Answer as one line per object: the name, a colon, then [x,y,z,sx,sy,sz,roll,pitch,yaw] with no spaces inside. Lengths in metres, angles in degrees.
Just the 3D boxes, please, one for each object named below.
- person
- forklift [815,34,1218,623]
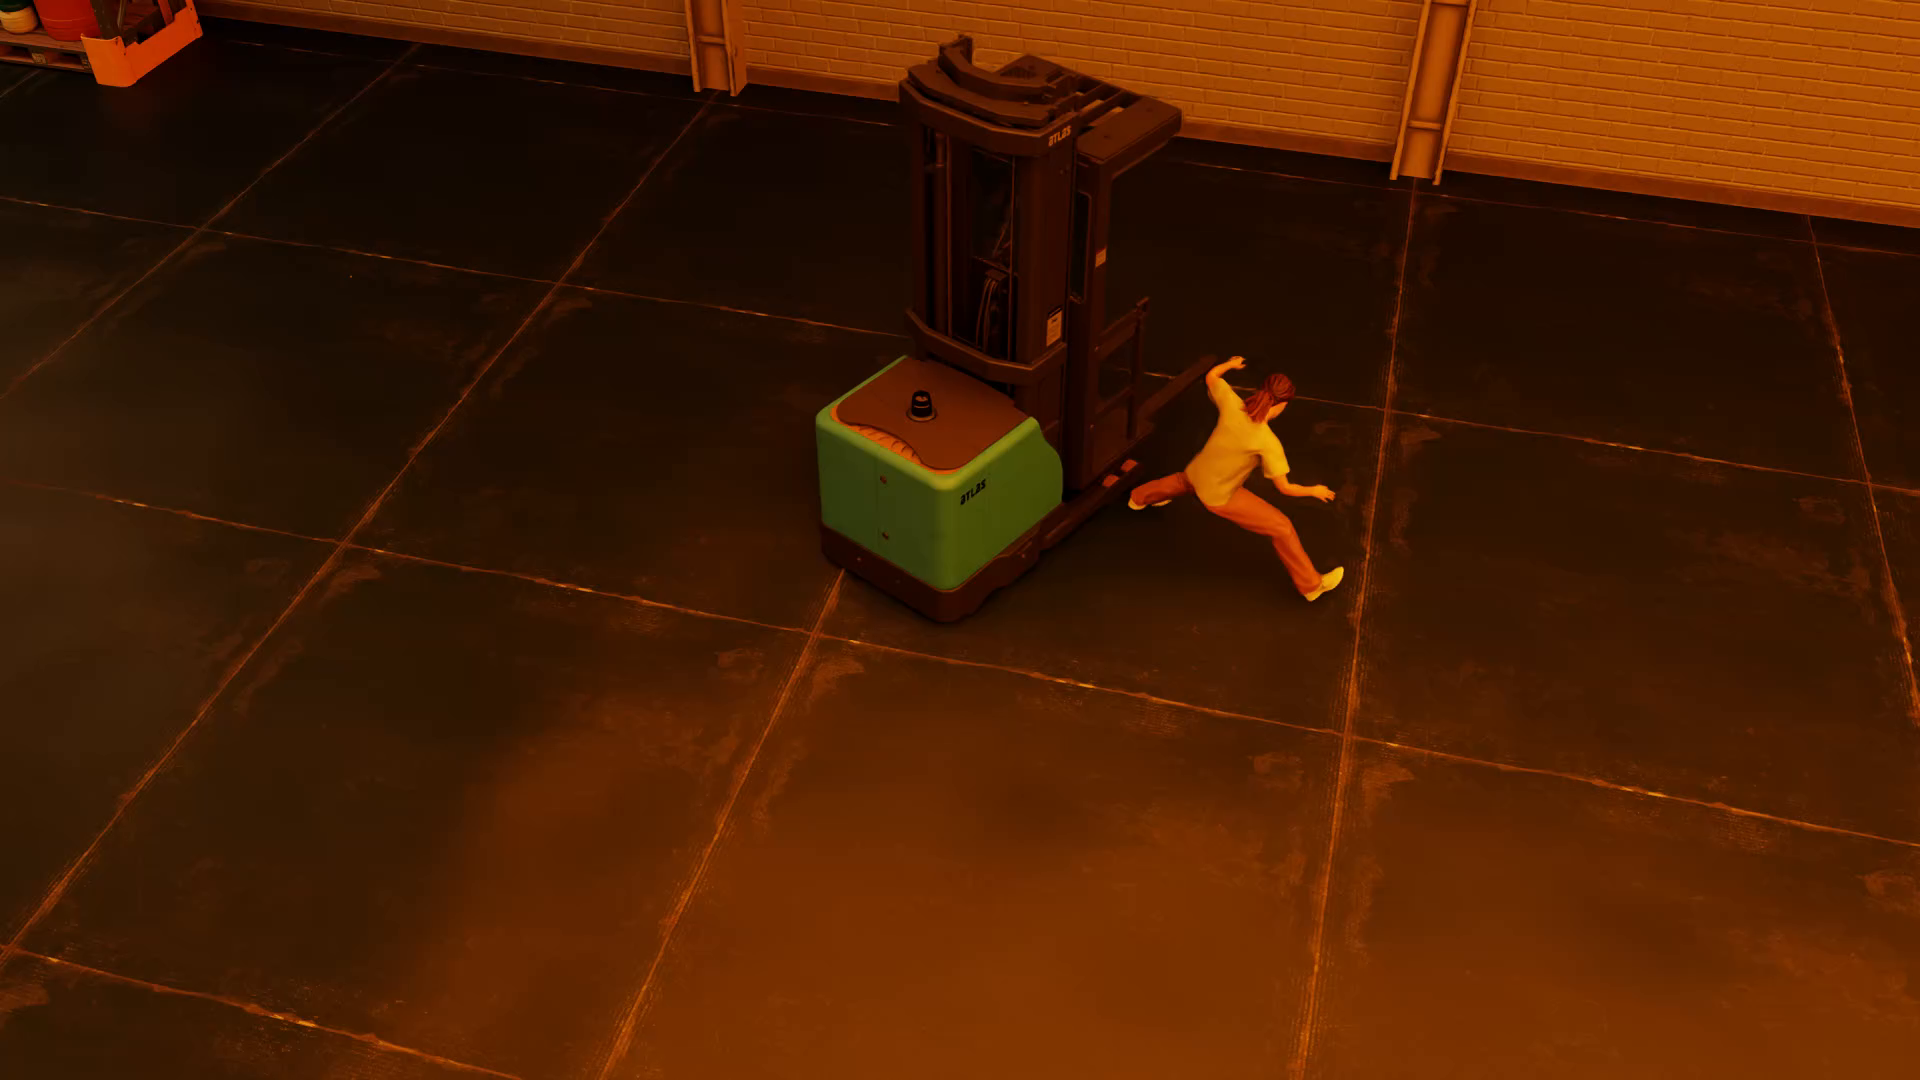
person: [1.621,-0.414,9.555,0.810,1.326,1.263,-14,43,-15]
forklift: [0.505,-1.537,9.614,1.130,2.935,3.031,29,49,29]
